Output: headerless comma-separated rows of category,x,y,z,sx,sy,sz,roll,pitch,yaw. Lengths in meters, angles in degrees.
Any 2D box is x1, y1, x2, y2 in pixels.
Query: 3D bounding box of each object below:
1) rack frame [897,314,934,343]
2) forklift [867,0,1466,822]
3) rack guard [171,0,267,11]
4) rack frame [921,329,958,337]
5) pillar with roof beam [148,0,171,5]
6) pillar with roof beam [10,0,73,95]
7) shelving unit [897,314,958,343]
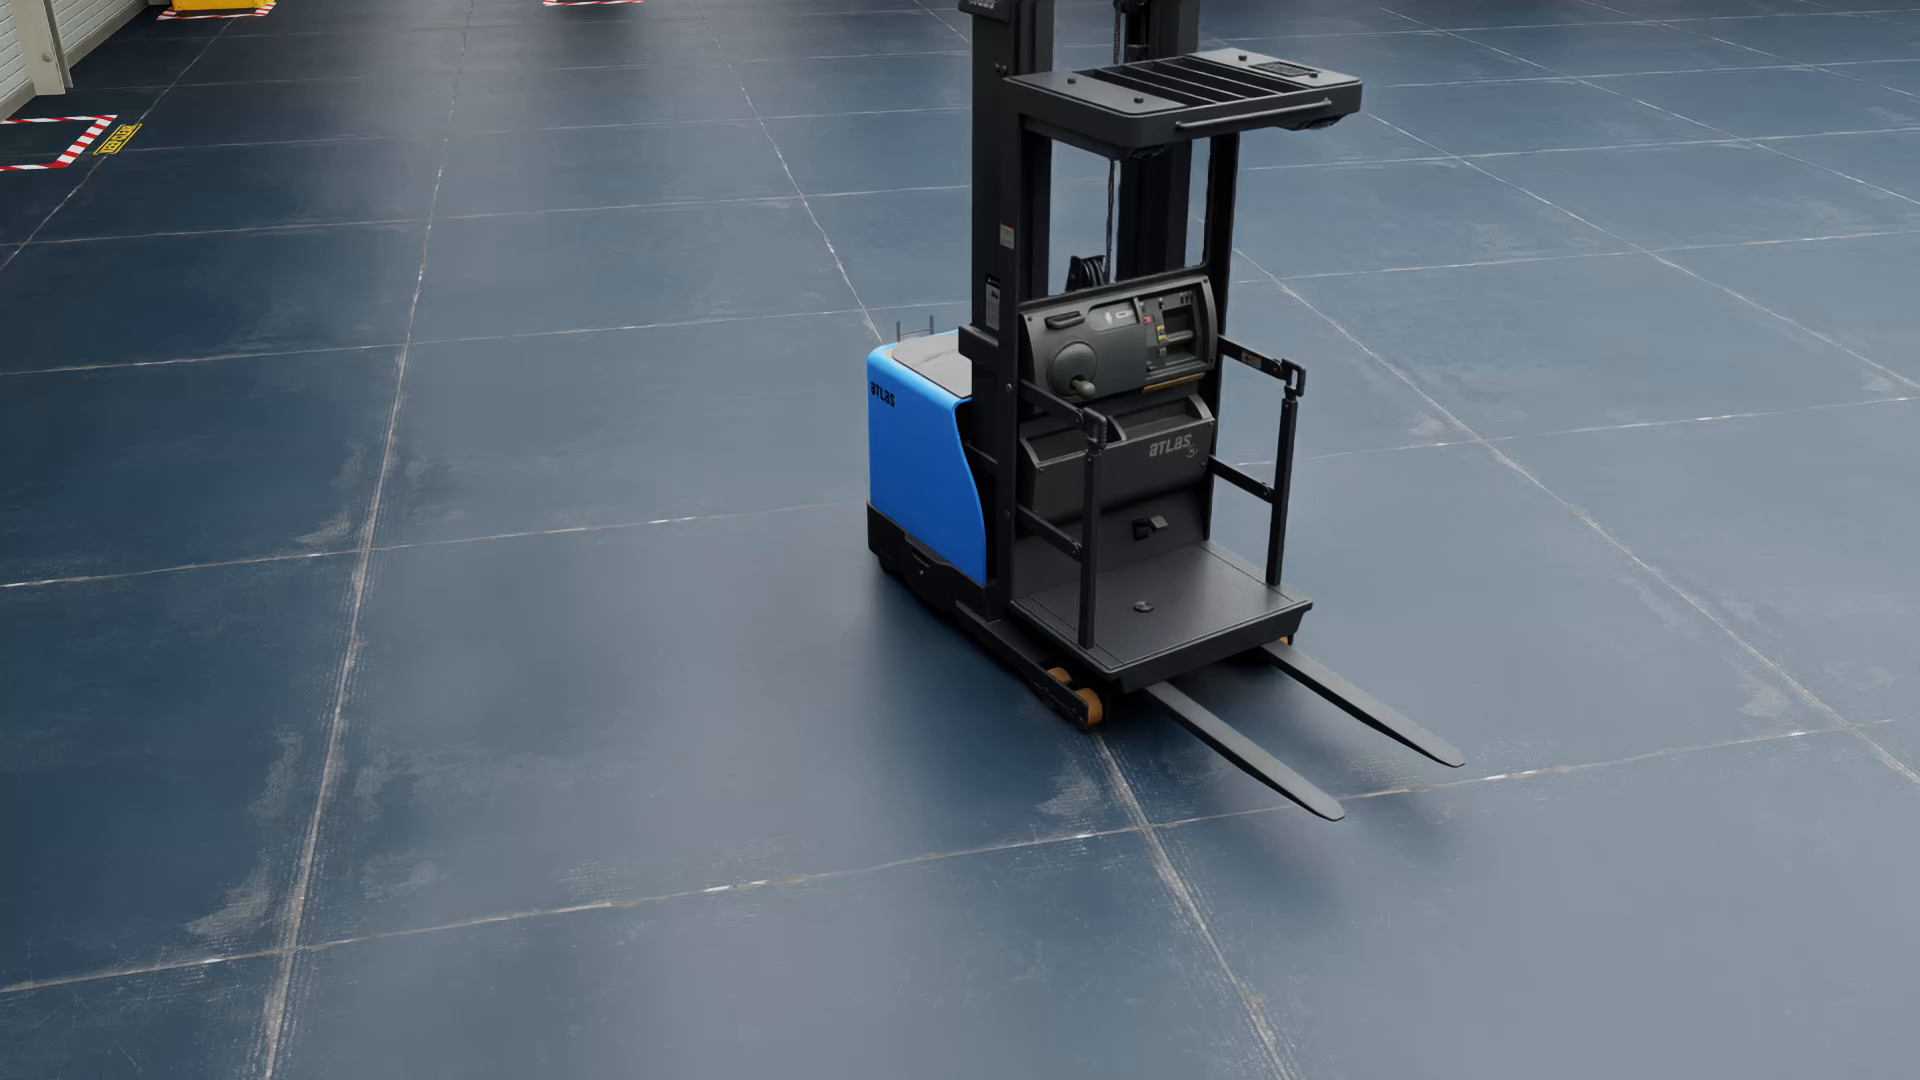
rack frame,-0.217,-0.606,8.286,0.200,1.050,0.008,-15,30,-27
forklift,0.773,-0.784,6.550,1.130,2.935,3.031,-16,31,-29
rack guard,-10.052,-7.466,22.488,1.175,0.500,0.348,-6,27,-12
rack frame,-0.095,-0.511,8.097,0.200,1.050,0.008,-15,30,-27
pillar with roof beam,-6.841,-11.884,21.808,9.100,9.000,0.400,-6,27,-12
pillar with roof beam,-5.489,-9.250,16.589,9.100,9.000,0.400,-6,27,-12
shelving unit,-0.156,-0.559,8.192,0.215,1.050,0.252,-15,30,-27
